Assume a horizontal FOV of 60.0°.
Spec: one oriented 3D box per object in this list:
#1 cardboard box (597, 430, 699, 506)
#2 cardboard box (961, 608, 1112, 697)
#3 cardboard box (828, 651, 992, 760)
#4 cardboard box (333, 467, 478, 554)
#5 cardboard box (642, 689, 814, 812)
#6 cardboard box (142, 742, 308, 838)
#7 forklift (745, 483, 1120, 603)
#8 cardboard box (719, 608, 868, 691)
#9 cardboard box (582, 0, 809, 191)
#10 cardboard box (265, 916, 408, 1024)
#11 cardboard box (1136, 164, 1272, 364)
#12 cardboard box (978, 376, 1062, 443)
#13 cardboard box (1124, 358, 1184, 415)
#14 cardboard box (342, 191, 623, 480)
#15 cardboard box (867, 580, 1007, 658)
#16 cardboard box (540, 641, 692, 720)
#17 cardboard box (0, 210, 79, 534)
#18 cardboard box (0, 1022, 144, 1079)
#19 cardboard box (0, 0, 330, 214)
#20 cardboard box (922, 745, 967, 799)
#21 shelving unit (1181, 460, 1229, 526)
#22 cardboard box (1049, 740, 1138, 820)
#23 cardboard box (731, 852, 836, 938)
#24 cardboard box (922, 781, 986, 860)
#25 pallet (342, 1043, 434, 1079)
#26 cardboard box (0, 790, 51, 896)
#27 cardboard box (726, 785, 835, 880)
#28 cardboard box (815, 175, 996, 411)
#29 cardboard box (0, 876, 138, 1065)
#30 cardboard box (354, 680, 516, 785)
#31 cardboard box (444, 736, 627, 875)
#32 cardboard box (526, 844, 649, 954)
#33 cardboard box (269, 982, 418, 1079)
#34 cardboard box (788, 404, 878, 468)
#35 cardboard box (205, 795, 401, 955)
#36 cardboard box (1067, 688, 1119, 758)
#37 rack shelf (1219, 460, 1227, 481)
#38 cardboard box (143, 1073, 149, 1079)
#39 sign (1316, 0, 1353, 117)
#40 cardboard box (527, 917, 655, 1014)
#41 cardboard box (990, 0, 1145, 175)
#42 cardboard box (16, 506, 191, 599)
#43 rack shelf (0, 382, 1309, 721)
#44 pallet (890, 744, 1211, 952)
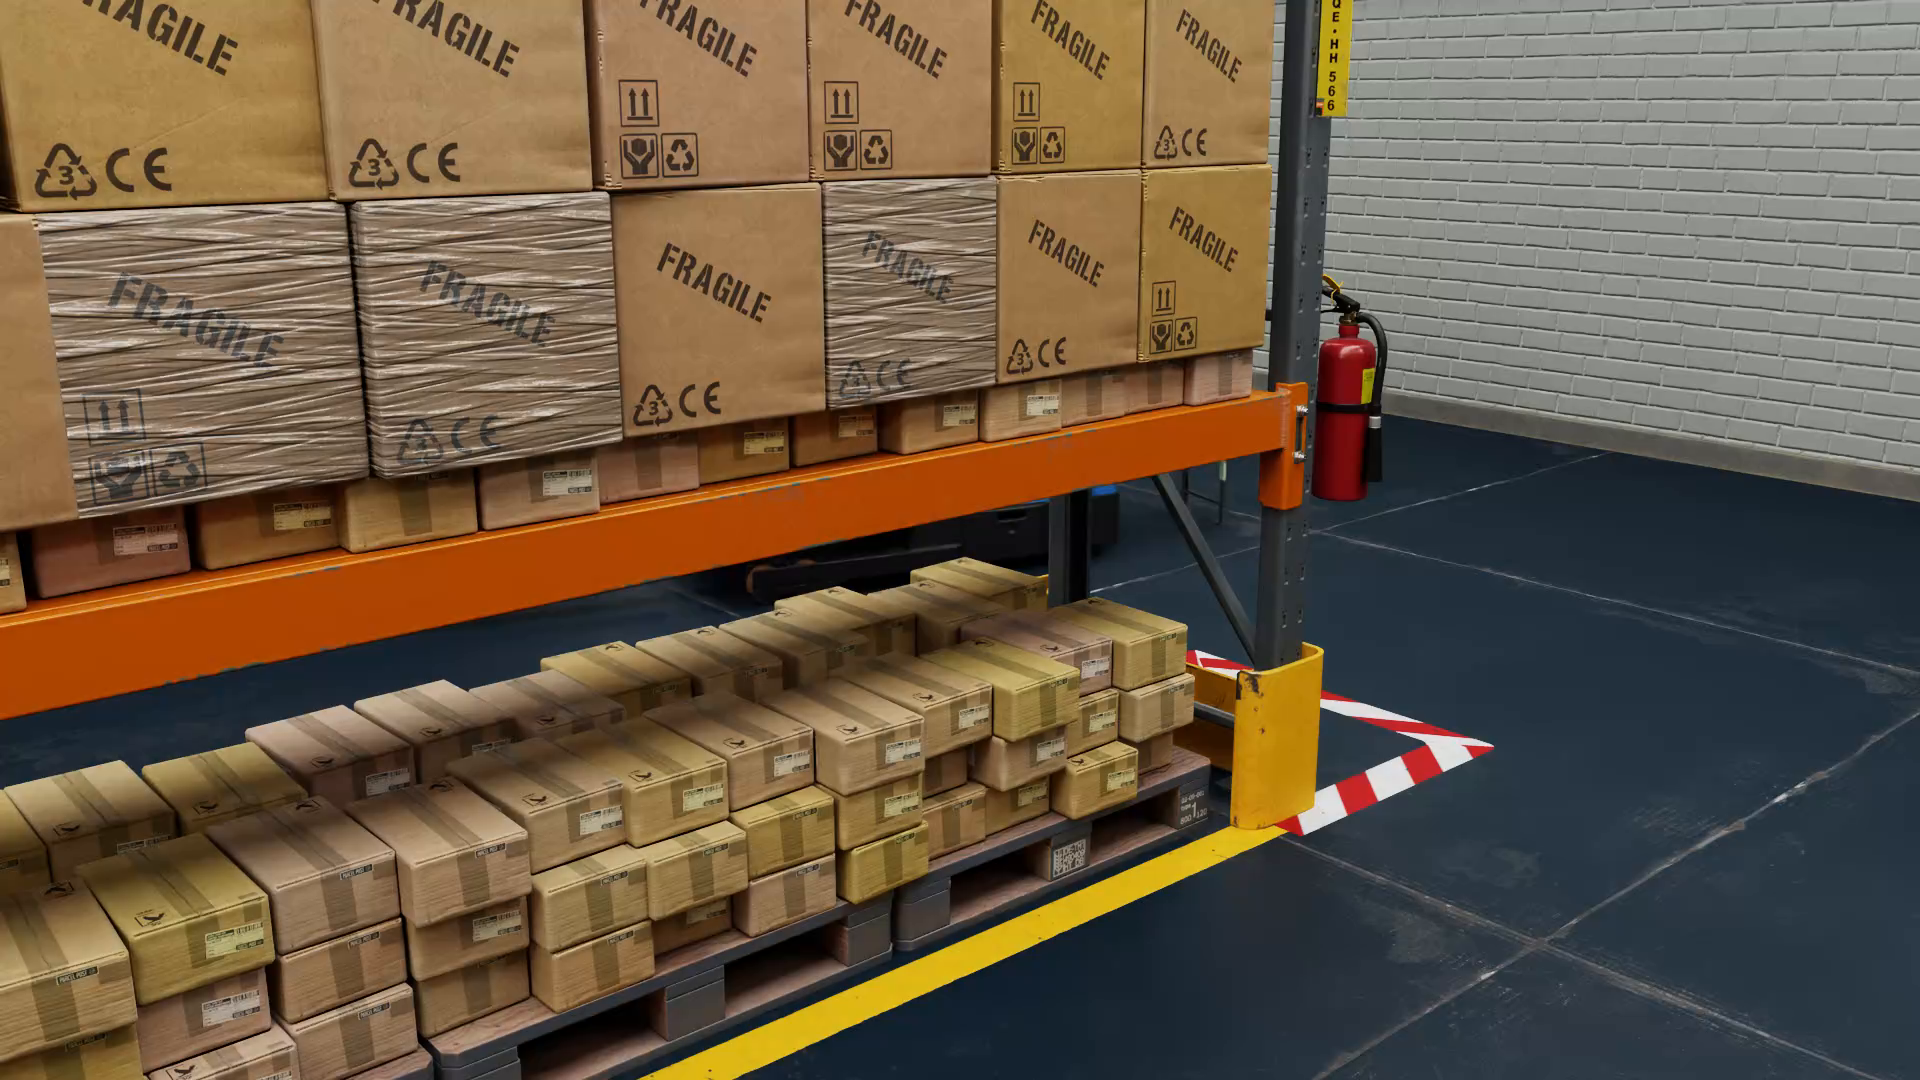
[{"bbox_3d":[-0.780,-0.199,3.670,0.250,0.149,0.380,-12,19,-37],"label":"cardboard box"},{"bbox_3d":[0.215,0.331,4.758,0.250,0.149,0.380,-12,19,-38],"label":"cardboard box"},{"bbox_3d":[-0.134,0.431,4.383,0.250,0.149,0.380,-14,20,-42],"label":"cardboard box"},{"bbox_3d":[-1.159,-0.101,3.301,0.250,0.149,0.380,-12,19,-38],"label":"cardboard box"},{"bbox_3d":[-0.571,0.510,4.085,0.250,0.149,0.380,-14,20,-41],"label":"cardboard box"},{"bbox_3d":[-1.648,0.604,3.736,0.250,0.149,0.380,-12,19,-38],"label":"cardboard box"},{"bbox_3d":[-0.799,-1.296,7.421,3.031,2.935,1.130,-7,16,-24],"label":"forklift"},{"bbox_3d":[-0.479,0.329,4.764,0.250,0.149,0.380,-14,20,-42],"label":"cardboard box"},{"bbox_3d":[-0.672,-1.010,3.511,0.500,0.500,0.500,-14,20,-41],"label":"cardboard box"},{"bbox_3d":[-1.361,0.829,3.470,0.250,0.149,0.380,-14,20,-42],"label":"cardboard box"},{"bbox_3d":[0.506,-0.793,4.635,0.500,0.500,0.500,-12,19,-38],"label":"cardboard box"},{"bbox_3d":[0.046,-0.367,4.299,0.250,0.149,0.380,-12,19,-38],"label":"cardboard box"},{"bbox_3d":[0.403,-0.460,4.648,0.250,0.149,0.380,-13,20,-39],"label":"cardboard box"},{"bbox_3d":[-1.031,-0.440,3.313,0.500,0.500,0.500,-13,20,-41],"label":"cardboard box"},{"bbox_3d":[-0.072,0.253,5.048,0.250,0.149,0.380,-12,19,-38],"label":"cardboard box"},{"bbox_3d":[-0.923,0.410,4.462,0.250,0.149,0.380,-12,19,-39],"label":"cardboard box"},{"bbox_3d":[-1.803,-0.276,2.701,0.500,0.500,0.500,-13,20,-40],"label":"cardboard box"},{"bbox_3d":[-1.726,0.922,3.120,0.250,0.149,0.380,-12,19,-39],"label":"cardboard box"},{"bbox_3d":[-1.461,-0.844,2.890,0.500,0.500,0.500,-13,20,-41],"label":"cardboard box"},{"bbox_3d":[-0.196,0.563,4.465,0.250,0.149,0.380,-13,20,-40],"label":"cardboard box"},{"bbox_3d":[0.938,-0.805,8.357,0.755,1.500,0.431,-7,16,-24],"label":"shelving unit"},{"bbox_3d":[0.288,0.641,4.749,0.250,0.149,0.380,-12,19,-38],"label":"cardboard box"},{"bbox_3d":[-0.516,0.811,4.112,0.250,0.149,0.380,-12,19,-38],"label":"cardboard box"},{"bbox_3d":[-0.146,0.713,4.479,0.250,0.149,0.380,-12,19,-39],"label":"cardboard box"},{"bbox_3d":[-1.858,1.177,3.433,1.213,0.211,1.003,-13,19,-39],"label":"pallet"},{"bbox_3d":[-2.078,0.676,3.465,0.250,0.149,0.380,-12,19,-39],"label":"cardboard box"},{"bbox_3d":[-0.514,0.667,4.073,0.250,0.149,0.380,-11,19,-37],"label":"cardboard box"},{"bbox_3d":[-0.263,-0.619,3.983,0.500,0.500,0.500,-13,19,-39],"label":"cardboard box"},{"bbox_3d":[-1.699,0.785,3.058,0.250,0.149,0.380,-11,19,-37],"label":"cardboard box"},{"bbox_3d":[-1.309,0.492,4.155,0.250,0.149,0.380,-14,20,-41],"label":"cardboard box"},{"bbox_3d":[-0.962,0.594,3.771,0.250,0.149,0.380,-14,20,-42],"label":"cardboard box"},{"bbox_3d":[-0.906,0.756,3.741,0.250,0.149,0.380,-13,20,-40],"label":"cardboard box"},{"bbox_3d":[-1.344,0.976,3.494,0.250,0.149,0.380,-13,20,-40],"label":"cardboard box"},{"bbox_3d":[-0.414,-0.294,4.025,0.250,0.149,0.380,-14,20,-42],"label":"cardboard box"},{"bbox_3d":[-1.359,0.684,3.436,0.250,0.149,0.380,-13,20,-41],"label":"cardboard box"},{"bbox_3d":[0.232,0.483,4.765,0.250,0.149,0.380,-13,20,-41],"label":"cardboard box"},{"bbox_3d":[0.938,-0.490,8.442,0.720,0.370,0.431,-7,16,-24],"label":"rack shelf"},{"bbox_3d":[-1.656,1.081,3.101,0.250,0.149,0.380,-12,19,-38],"label":"cardboard box"},{"bbox_3d":[1.025,-1.327,4.551,0.005,0.325,0.100,-13,19,-39],"label":"sign"},{"bbox_3d":[-0.904,0.898,3.785,0.250,0.149,0.380,-13,20,-41],"label":"cardboard box"},{"bbox_3d":[0.111,-1.190,4.185,0.500,0.500,0.500,-14,20,-41],"label":"cardboard box"},{"bbox_3d":[-1.601,-0.026,3.021,0.250,0.149,0.380,-14,20,-42],"label":"cardboard box"},{"bbox_3d":[-0.833,-0.040,3.983,4.000,0.370,1.077,-13,19,-39],"label":"rack shelf"},{"bbox_3d":[-0.018,0.764,4.981,1.213,0.211,1.003,-13,19,-39],"label":"pallet"}]
